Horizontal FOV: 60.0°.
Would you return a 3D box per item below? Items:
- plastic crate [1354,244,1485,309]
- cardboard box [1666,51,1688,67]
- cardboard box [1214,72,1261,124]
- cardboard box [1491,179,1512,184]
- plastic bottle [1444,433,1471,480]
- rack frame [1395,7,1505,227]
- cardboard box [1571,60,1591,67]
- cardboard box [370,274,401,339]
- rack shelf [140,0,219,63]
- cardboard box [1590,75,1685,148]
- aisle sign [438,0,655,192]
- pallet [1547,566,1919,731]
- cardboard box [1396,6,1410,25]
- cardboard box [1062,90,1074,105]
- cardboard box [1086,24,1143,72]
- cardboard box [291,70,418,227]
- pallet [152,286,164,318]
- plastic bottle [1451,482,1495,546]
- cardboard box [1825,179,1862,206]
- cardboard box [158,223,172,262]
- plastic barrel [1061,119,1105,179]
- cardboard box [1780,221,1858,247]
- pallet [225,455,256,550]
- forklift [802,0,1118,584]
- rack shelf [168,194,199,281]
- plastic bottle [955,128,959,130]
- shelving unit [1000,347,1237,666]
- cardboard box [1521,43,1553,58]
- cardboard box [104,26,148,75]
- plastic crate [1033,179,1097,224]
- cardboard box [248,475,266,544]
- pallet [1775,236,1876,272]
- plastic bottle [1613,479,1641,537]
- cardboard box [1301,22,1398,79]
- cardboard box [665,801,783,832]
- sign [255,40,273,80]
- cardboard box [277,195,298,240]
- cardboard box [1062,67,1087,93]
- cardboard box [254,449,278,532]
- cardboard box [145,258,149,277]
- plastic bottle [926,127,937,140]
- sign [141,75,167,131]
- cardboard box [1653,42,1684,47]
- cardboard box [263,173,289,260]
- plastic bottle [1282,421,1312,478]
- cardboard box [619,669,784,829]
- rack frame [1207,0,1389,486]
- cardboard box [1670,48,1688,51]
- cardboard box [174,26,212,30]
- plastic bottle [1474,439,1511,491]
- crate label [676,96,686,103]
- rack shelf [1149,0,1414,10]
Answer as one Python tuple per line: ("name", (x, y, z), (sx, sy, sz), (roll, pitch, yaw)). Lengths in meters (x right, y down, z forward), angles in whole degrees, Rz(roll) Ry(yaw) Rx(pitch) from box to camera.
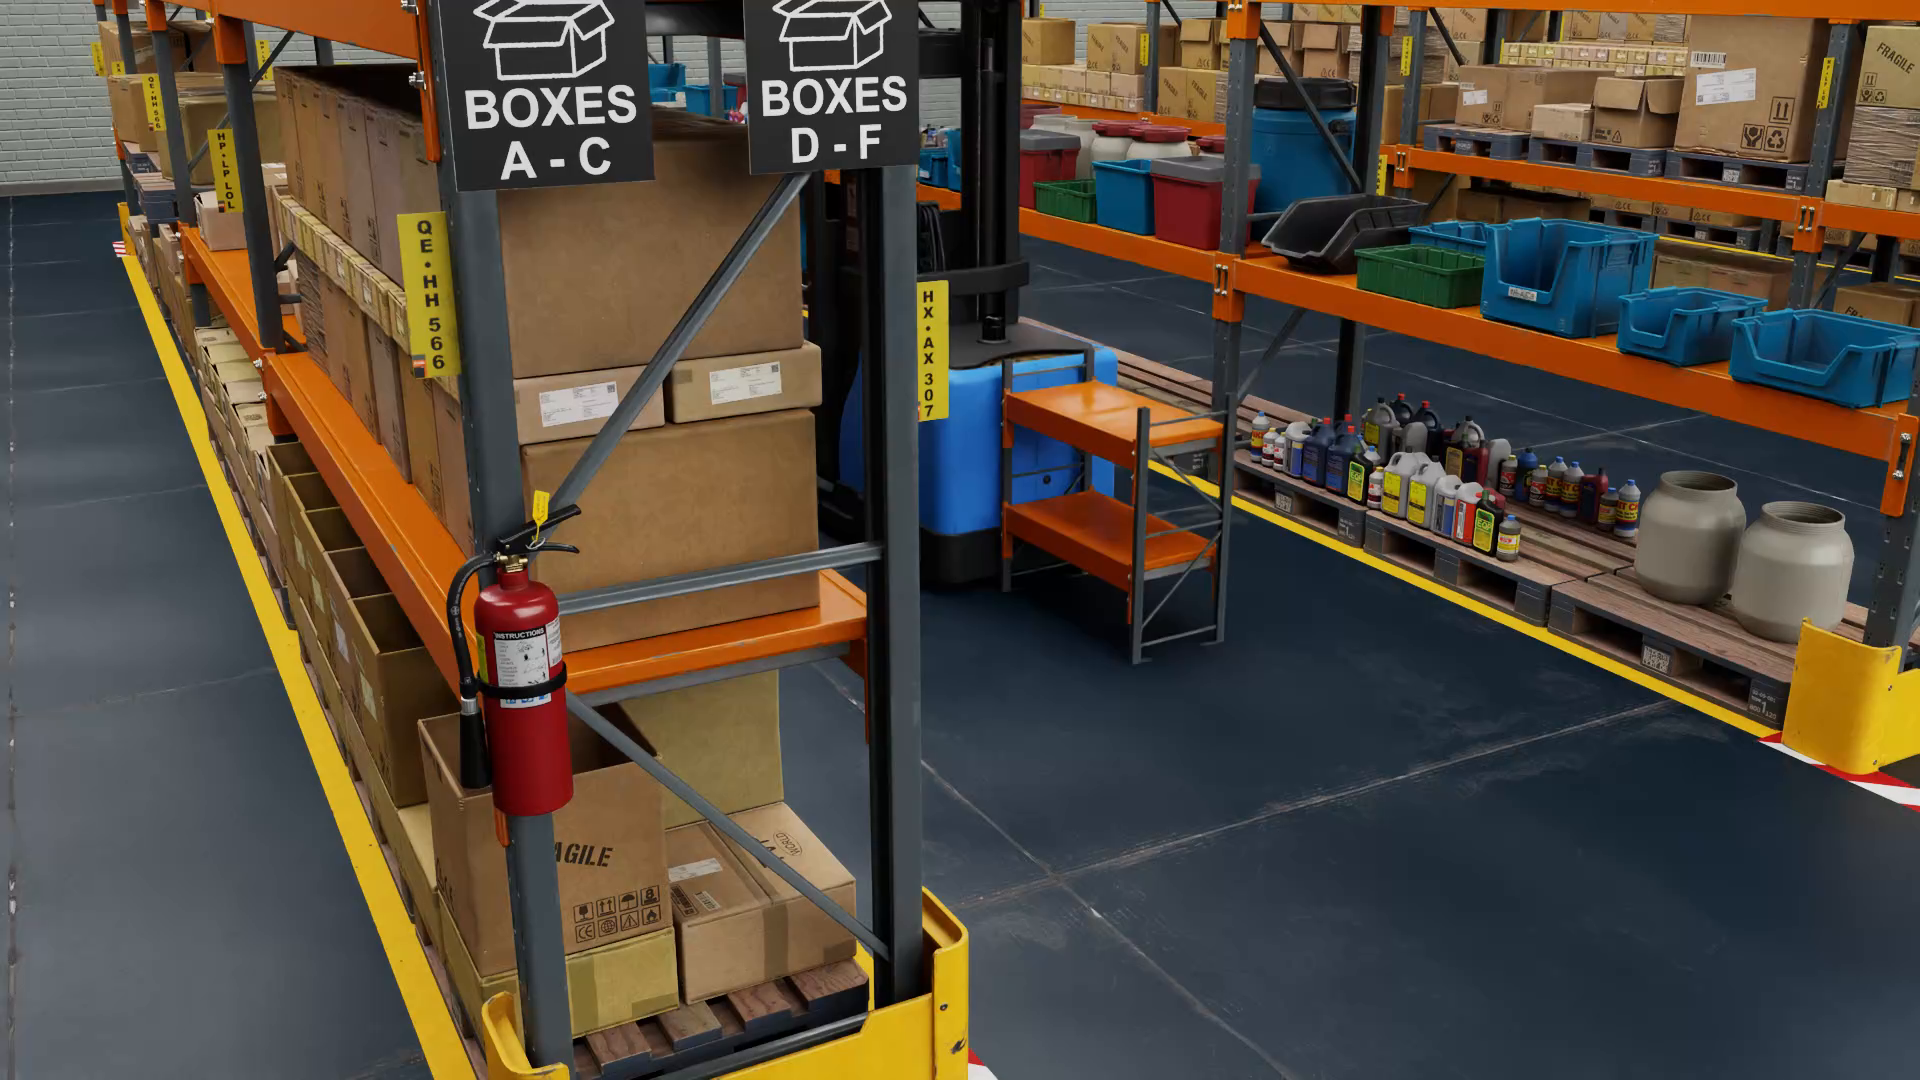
("plastic crate", (2.295, -1.285, 8.082), (0.450, 0.188, 0.662), (-10, 21, -27))
("cardboard box", (7.763, -5.128, 17.723), (0.380, 0.149, 0.250), (-9, 21, -25))
("cardboard box", (2.934, -4.471, 16.837), (0.500, 0.500, 0.500), (-11, 22, -28))
("cardboard box", (6.981, -4.627, 21.168), (0.380, 0.149, 0.250), (-11, 22, -29))
("plastic bottle", (2.624, -0.431, 8.773), (0.061, 0.283, 0.133), (-10, 21, -27))
("rack frame", (4.358, -3.734, 14.855), (1.000, 3.000, 0.127), (-10, 21, -27))
("cardboard box", (7.156, -5.358, 18.846), (0.380, 0.149, 0.250), (-9, 21, -24))
("cardboard box", (-1.528, -0.710, 4.942), (0.380, 0.149, 0.250), (-9, 21, -25))
("rack shelf", (-3.412, -2.705, 8.375), (1.077, 0.370, 4.000), (-10, 21, -27))
("cardboard box", (5.353, -3.317, 12.842), (0.797, 0.503, 0.637), (-8, 20, -21))
("aisle sign", (-0.790, -1.069, 3.145), (0.394, 0.787, 0.004), (-10, 21, -27))
("pallet", (3.339, 0.399, 7.151), (1.003, 0.211, 1.213), (-10, 21, -27))
("cardboard box", (5.930, -6.672, 21.226), (0.500, 0.500, 0.500), (-9, 21, -25))
("cardboard box", (1.415, -5.169, 19.399), (0.380, 0.149, 0.250), (-10, 22, -28))
("cardboard box", (1.771, -5.542, 18.717), (0.500, 0.500, 0.500), (-10, 21, -26))
("cardboard box", (-2.005, -1.442, 6.069), (0.700, 0.500, 0.500), (-10, 21, -27))
("pallet", (-6.587, -2.228, 14.765), (1.003, 0.211, 1.213), (-10, 21, -27))
("plastic bottle", (2.444, -0.127, 7.901), (0.152, 0.276, 0.135), (-10, 21, -26))
("cardboard box", (6.095, -2.359, 11.254), (0.380, 0.149, 0.250), (-10, 21, -27))
("cardboard box", (-5.771, -2.266, 12.608), (0.500, 0.250, 0.500), (-10, 21, -27))
("plastic barrel", (0.876, -2.637, 11.503), (0.421, 0.512, 0.421), (0, 19, 0))
("cardboard box", (8.981, -3.420, 16.748), (1.050, 0.750, 0.750), (-10, 22, -27))
("pallet", (-3.430, -0.291, 9.150), (1.003, 0.211, 1.213), (-10, 21, -27))
("forklift", (-0.419, -1.610, 8.803), (1.130, 2.935, 3.031), (-11, 22, -30))
("rack shelf", (-5.312, -2.435, 12.192), (1.077, 0.370, 4.000), (-10, 21, -27))
("plastic bottle", (-0.038, -3.188, 13.449), (0.061, 0.283, 0.133), (-10, 21, -27))
("shelving unit", (0.675, -0.184, 7.441), (0.538, 1.125, 1.048), (-11, 22, -30))
("cardboard box", (6.792, -5.719, 19.437), (0.380, 0.149, 0.250), (-9, 21, -25))
("cardboard box", (-7.452, -4.410, 15.127), (0.500, 0.500, 0.500), (-10, 22, -27))
("plastic crate", (0.823, -2.175, 10.660), (0.450, 0.188, 0.662), (-10, 21, -27))
("cardboard box", (-3.153, -0.171, 8.100), (0.500, 0.250, 0.500), (-10, 22, -27))
("pallet", (9.079, -2.917, 16.762), (1.003, 0.211, 1.213), (-10, 21, -27))
("plastic bottle", (3.211, -0.157, 7.997), (0.097, 0.271, 0.097), (0, 19, 0))
("cardboard box", (3.718, -4.656, 15.834), (0.797, 0.503, 0.637), (-9, 21, -25))
("cardboard box", (-0.863, 0.866, 5.096), (0.500, 0.250, 0.500), (-10, 21, -27))
("sign", (-5.775, -3.983, 13.802), (0.100, 0.325, 0.005), (-10, 21, -27))
("cardboard box", (-2.505, -1.299, 6.651), (0.380, 0.149, 0.250), (-10, 21, -27))
("cardboard box", (1.527, -5.333, 19.262), (0.500, 0.250, 0.500), (-10, 21, -26))
("cardboard box", (-2.907, -0.288, 7.580), (0.500, 0.311, 0.500), (-10, 21, -27))
("cardboard box", (-7.013, -2.427, 14.764), (0.380, 0.149, 0.250), (-10, 21, -27))
("plastic bottle", (-0.226, -3.241, 13.624), (0.097, 0.271, 0.097), (0, 19, 0))
("sign", (-4.835, -2.624, 9.983), (0.100, 0.325, 0.005), (-10, 21, -27))
("cardboard box", (10.234, -6.847, 23.723), (0.500, 0.500, 0.500), (-10, 22, -27))
("cardboard box", (-3.301, -1.618, 8.568), (0.500, 0.500, 0.500), (-10, 21, -27))
("plastic bottle", (1.842, -0.491, 8.957), (0.152, 0.276, 0.135), (-9, 21, -25))
("cardboard box", (-0.861, 0.511, 4.974), (0.500, 0.500, 0.500), (-10, 21, -27))
("rack frame", (1.898, -1.819, 9.304), (1.000, 3.000, 0.127), (-10, 21, -27))
("cardboard box", (8.097, -5.374, 18.437), (0.380, 0.149, 0.250), (-9, 21, -25))
("cardboard box", (-6.727, -4.344, 14.934), (0.500, 0.500, 0.500), (-11, 22, -28))
("plastic bottle", (2.776, -0.404, 8.704), (0.152, 0.276, 0.135), (-10, 21, -26))
("crate label", (-2.975, -4.800, 18.254), (0.396, 0.136, 0.243), (-10, 21, -27))
("rack shelf", (3.408, -5.386, 16.146), (1.077, 0.370, 4.000), (-10, 21, -27))
